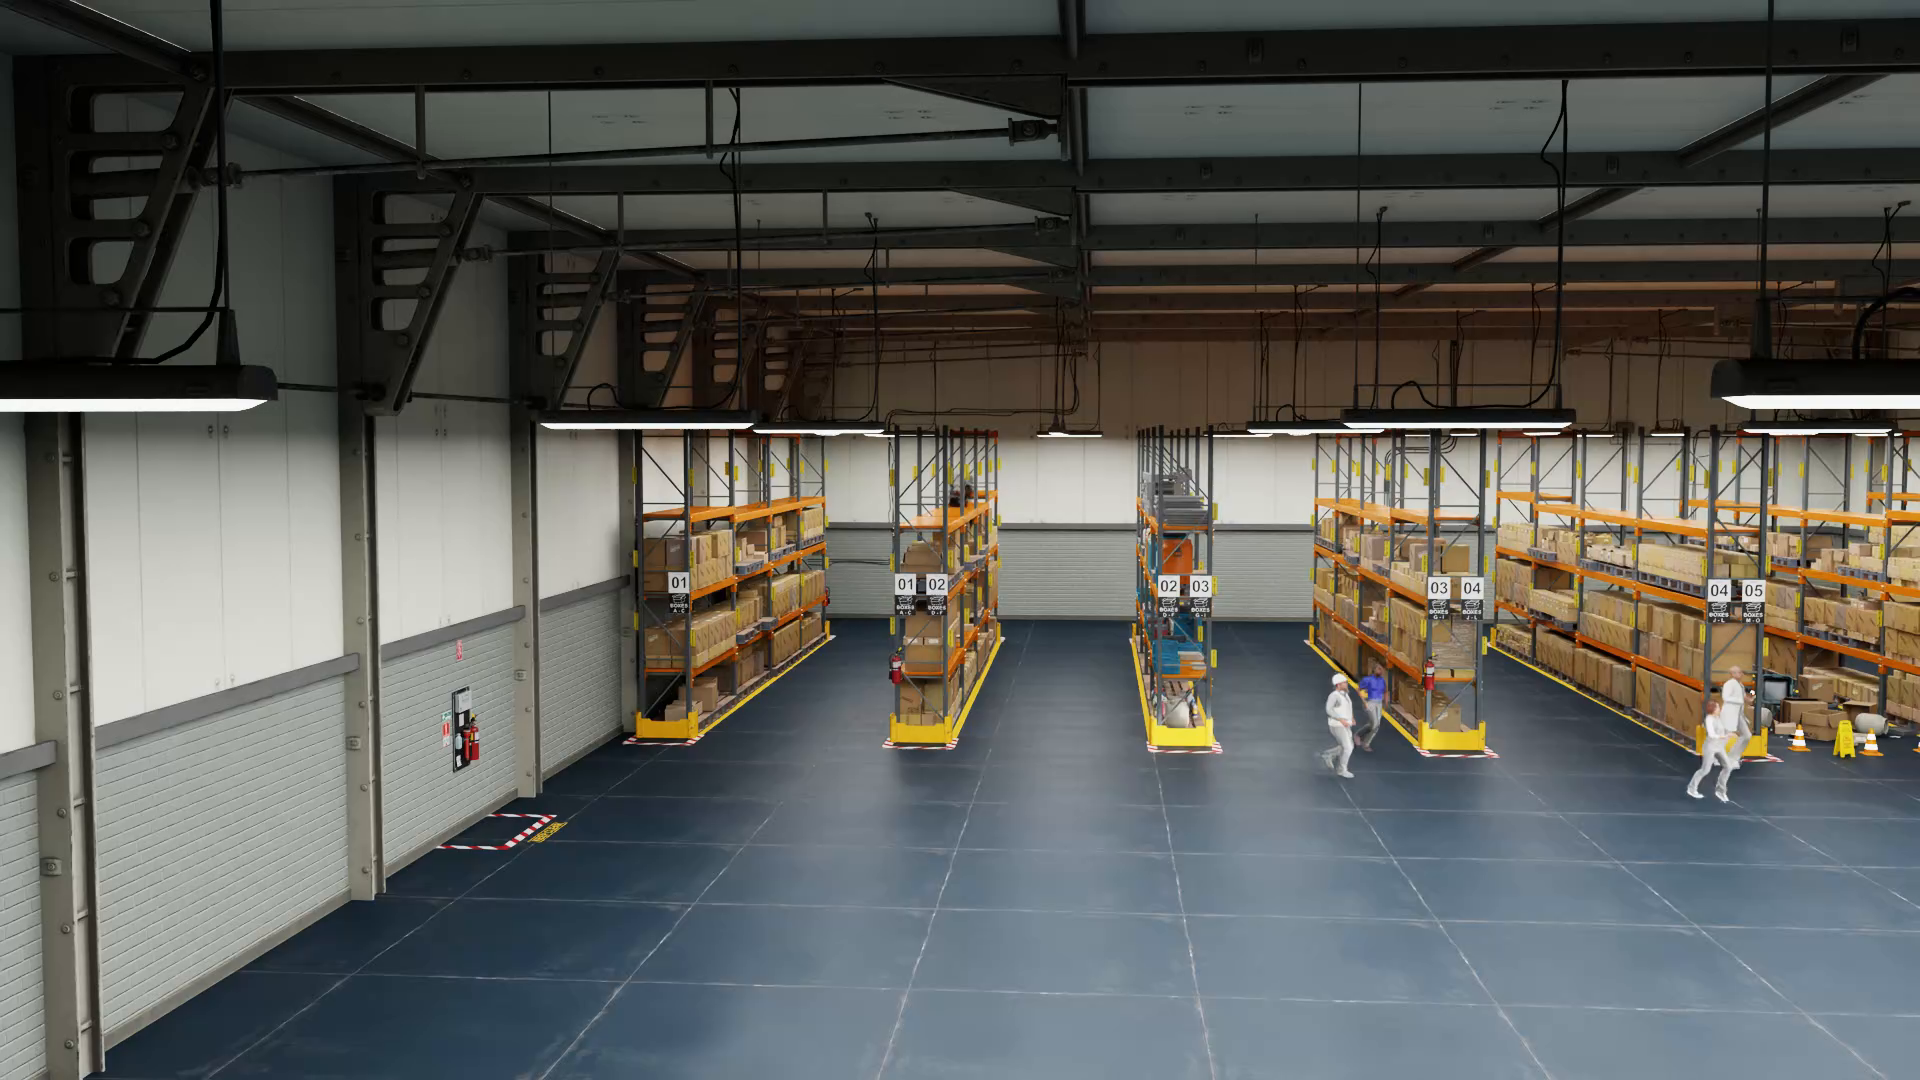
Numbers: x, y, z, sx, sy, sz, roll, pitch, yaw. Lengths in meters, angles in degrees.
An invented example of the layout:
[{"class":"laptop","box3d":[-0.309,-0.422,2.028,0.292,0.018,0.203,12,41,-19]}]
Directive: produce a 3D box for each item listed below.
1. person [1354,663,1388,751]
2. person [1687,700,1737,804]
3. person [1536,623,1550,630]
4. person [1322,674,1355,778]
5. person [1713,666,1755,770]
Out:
[{"class":"person","box3d":[7.644,3.076,30.710,0.597,1.606,0.518,-2,4,-27]},{"class":"person","box3d":[11.880,3.340,26.232,0.507,1.638,0.727,-3,5,-43]},{"class":"person","box3d":[16.613,2.074,47.353,0.696,1.678,0.611,1,3,10]},{"class":"person","box3d":[6.429,3.151,28.345,0.617,1.746,0.670,2,4,35]},{"class":"person","box3d":[13.490,3.112,29.016,0.700,1.835,0.798,-3,4,-39]}]
